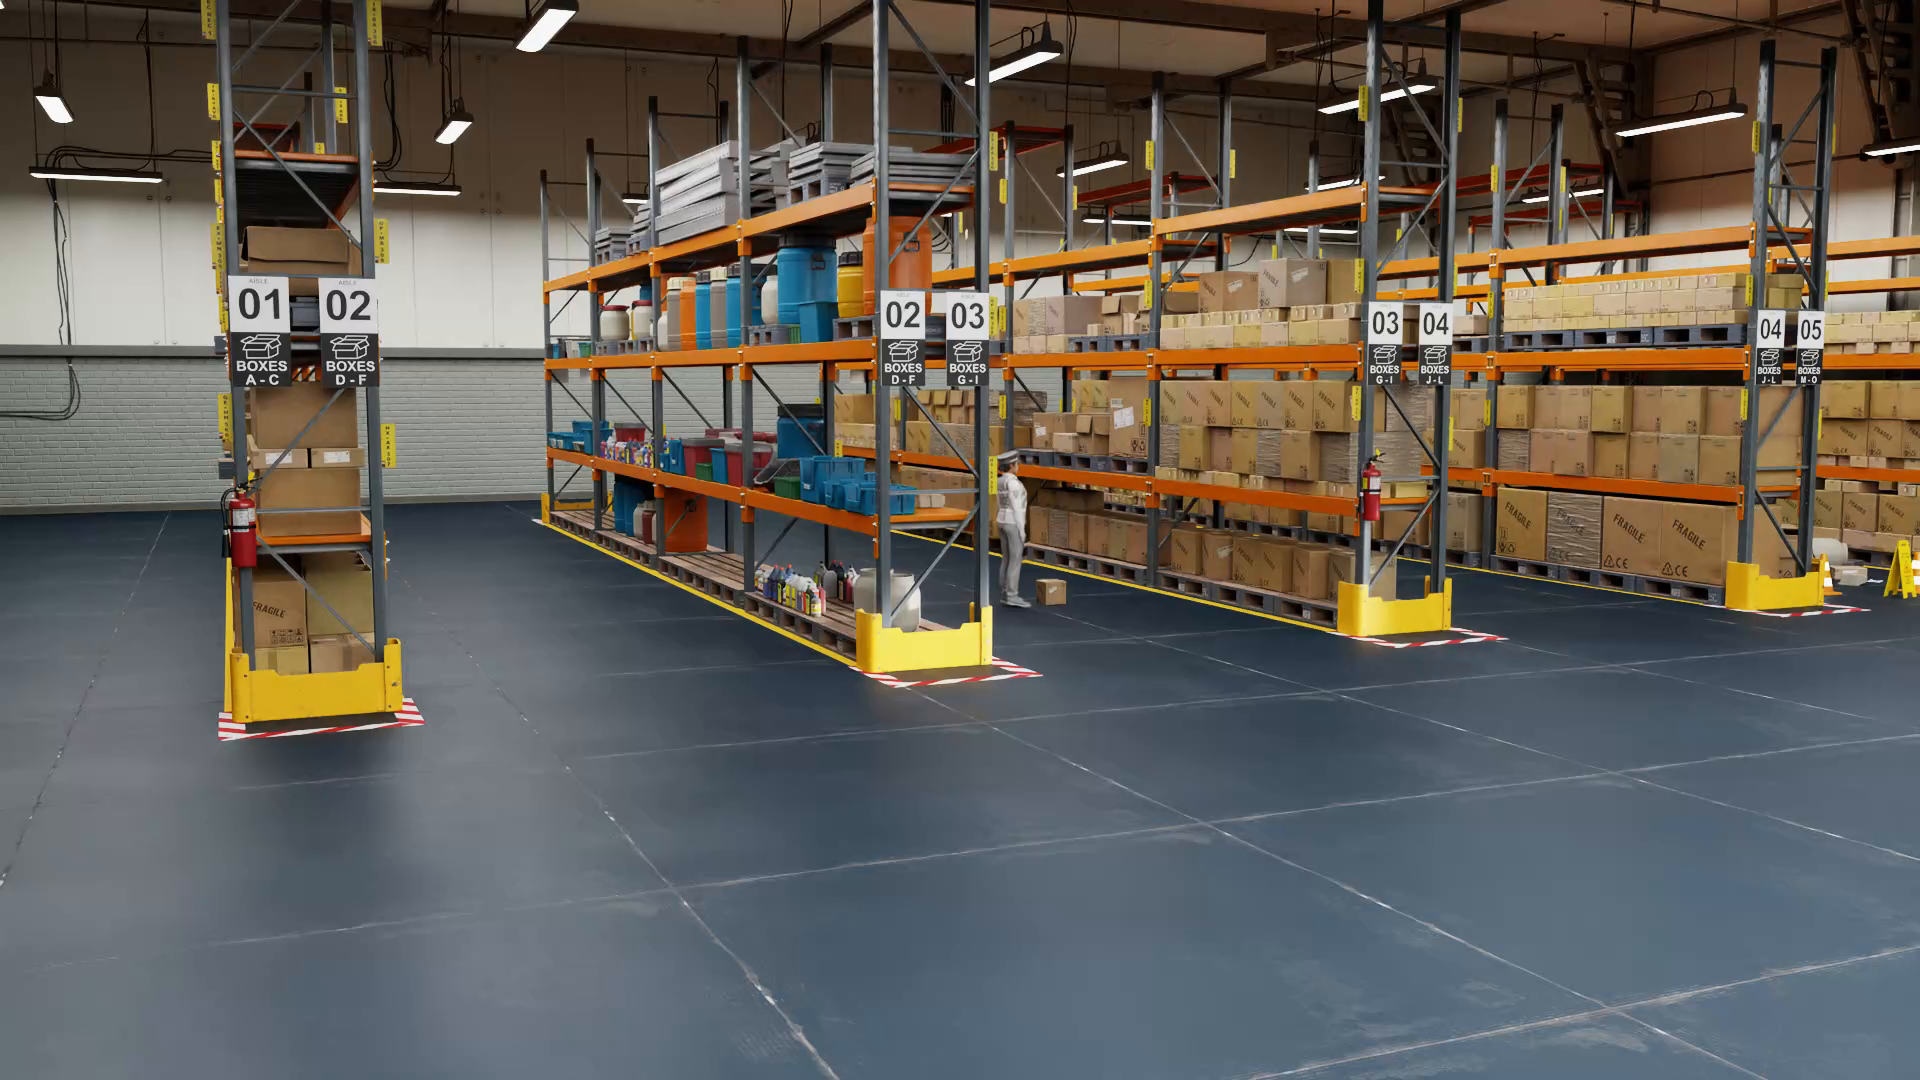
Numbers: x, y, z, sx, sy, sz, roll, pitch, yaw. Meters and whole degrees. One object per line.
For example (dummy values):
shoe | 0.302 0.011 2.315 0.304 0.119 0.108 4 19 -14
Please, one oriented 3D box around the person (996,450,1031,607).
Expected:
person | 0.563 -0.127 18.148 0.363 1.705 0.492 -2 6 -23
